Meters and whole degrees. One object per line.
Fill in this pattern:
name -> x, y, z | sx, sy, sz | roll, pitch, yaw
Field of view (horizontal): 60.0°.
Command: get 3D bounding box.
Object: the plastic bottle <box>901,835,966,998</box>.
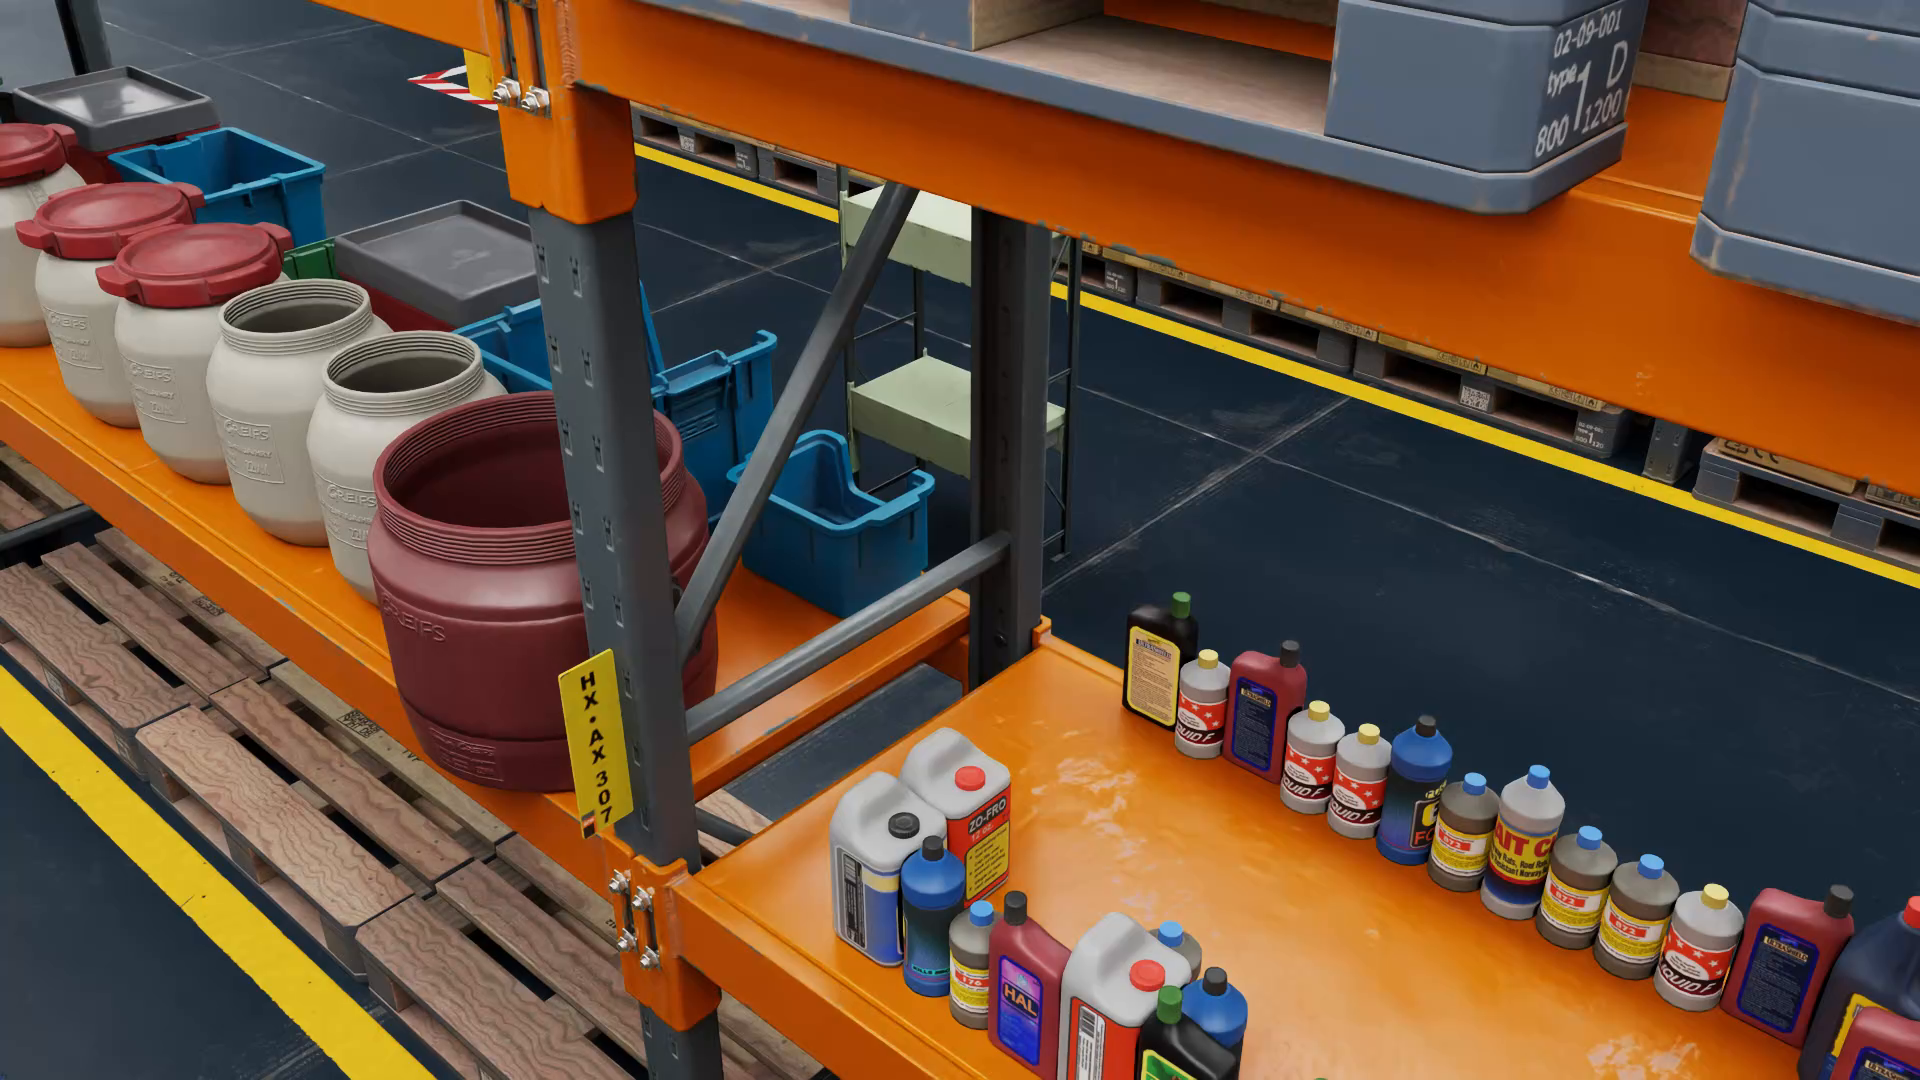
plastic bottle -> -0.040, 0.563, 2.531 | 0.097, 0.271, 0.097 | 0, 31, 0

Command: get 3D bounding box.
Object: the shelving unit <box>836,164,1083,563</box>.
shelving unit -> -0.005, -0.645, 5.867 | 0.755, 1.500, 0.431 | 25, 39, 35

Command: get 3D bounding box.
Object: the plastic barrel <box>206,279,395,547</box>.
plastic barrel -> -1.430, -0.284, 3.705 | 0.421, 0.512, 0.421 | 0, 31, 0

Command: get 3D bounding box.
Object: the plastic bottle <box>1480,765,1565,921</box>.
plastic bottle -> 0.908, 0.478, 2.673 | 0.097, 0.271, 0.097 | 0, 31, 0

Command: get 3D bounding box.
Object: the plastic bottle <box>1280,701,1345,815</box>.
plastic bottle -> 0.619, 0.373, 2.915 | 0.097, 0.201, 0.097 | 0, 31, 0

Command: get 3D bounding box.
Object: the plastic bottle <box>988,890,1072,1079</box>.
plastic bottle -> 0.105, 0.639, 2.394 | 0.133, 0.283, 0.061 | 25, 39, 35

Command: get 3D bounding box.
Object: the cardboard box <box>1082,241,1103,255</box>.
cardboard box -> 0.660, -1.683, 8.396 | 0.500, 0.250, 0.500 | 26, 40, 36

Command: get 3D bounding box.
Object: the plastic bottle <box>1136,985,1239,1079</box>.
plastic bottle -> 0.304, 0.732, 2.240 | 0.133, 0.283, 0.061 | 25, 39, 35

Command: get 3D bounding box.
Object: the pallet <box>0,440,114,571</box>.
pallet -> -3.647, -0.254, 6.467 | 1.213, 0.211, 1.003 | 25, 39, 35

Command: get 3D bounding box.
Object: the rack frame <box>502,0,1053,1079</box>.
rack frame -> -0.212, 0.184, 3.036 | 0.127, 3.000, 1.000 | 25, 39, 35

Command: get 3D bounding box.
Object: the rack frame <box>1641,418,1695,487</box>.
rack frame -> 3.115, -1.709, 6.180 | 0.127, 3.000, 1.000 | 25, 39, 35

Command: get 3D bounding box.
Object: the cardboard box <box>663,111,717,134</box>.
cardboard box -> -1.457, -2.689, 10.067 | 0.500, 0.250, 0.500 | 25, 39, 35

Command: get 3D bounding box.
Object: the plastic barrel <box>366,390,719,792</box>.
plastic barrel -> -0.759, 0.081, 3.075 | 0.708, 0.536, 0.600 | 25, 39, 35

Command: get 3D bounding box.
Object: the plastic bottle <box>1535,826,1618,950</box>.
plastic bottle -> 0.980, 0.541, 2.635 | 0.097, 0.201, 0.097 | 0, 31, 0

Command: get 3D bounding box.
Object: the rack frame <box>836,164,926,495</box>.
rack frame -> -0.276, -0.772, 6.077 | 0.023, 1.500, 0.400 | 25, 39, 35

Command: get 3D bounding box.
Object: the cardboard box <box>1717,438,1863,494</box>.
cardboard box -> 3.261, -0.559, 6.268 | 0.500, 0.500, 0.500 | 27, 40, 37

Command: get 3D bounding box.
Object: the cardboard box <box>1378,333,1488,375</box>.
cardboard box -> 2.177, -0.976, 7.222 | 0.500, 0.250, 0.500 | 25, 39, 35

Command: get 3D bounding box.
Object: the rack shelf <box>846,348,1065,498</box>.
rack shelf -> -0.005, -0.366, 6.035 | 0.720, 0.370, 0.431 | 25, 39, 35

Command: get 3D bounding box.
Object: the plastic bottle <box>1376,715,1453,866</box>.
plastic bottle -> 0.763, 0.410, 2.785 | 0.097, 0.271, 0.097 | 0, 31, 0

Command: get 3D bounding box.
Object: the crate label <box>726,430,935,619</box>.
crate label -> -0.273, -0.033, 3.559 | 0.416, 0.233, 0.303 | 25, 39, 35

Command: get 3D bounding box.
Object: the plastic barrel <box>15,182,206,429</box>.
plastic barrel -> -2.071, -0.589, 4.189 | 0.433, 0.535, 0.433 | 0, 31, 0

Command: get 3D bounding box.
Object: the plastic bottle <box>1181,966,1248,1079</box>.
plastic bottle -> 0.344, 0.700, 2.303 | 0.097, 0.271, 0.097 | 0, 31, 0

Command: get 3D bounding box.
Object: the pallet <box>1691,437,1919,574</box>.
pallet -> 3.643, -0.241, 6.446 | 1.213, 0.211, 1.003 | 25, 39, 35

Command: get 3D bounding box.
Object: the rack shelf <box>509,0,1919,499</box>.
rack shelf -> 1.271, -0.100, 1.298 | 4.000, 0.370, 1.077 | 25, 39, 35

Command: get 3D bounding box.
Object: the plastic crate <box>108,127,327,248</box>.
plastic crate -> -2.151, -0.930, 4.903 | 0.575, 0.384, 0.392 | 25, 39, 35

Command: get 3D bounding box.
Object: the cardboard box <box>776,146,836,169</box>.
cardboard box -> -0.705, -2.349, 9.502 | 0.500, 0.250, 0.500 | 25, 39, 35

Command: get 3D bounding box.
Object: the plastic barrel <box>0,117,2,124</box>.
plastic barrel -> -3.094, -1.165, 4.791 | 0.708, 0.901, 0.600 | 25, 39, 35

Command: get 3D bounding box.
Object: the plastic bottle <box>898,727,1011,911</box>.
plastic bottle -> -0.006, 0.453, 2.710 | 0.135, 0.276, 0.152 | 25, 39, 35

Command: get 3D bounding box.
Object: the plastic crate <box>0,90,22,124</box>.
plastic crate -> -3.480, -1.403, 5.733 | 0.504, 0.338, 0.767 | 25, 39, 35

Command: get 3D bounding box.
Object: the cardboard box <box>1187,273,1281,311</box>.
cardboard box -> 1.423, -1.329, 7.807 | 0.500, 0.250, 0.500 | 26, 40, 36

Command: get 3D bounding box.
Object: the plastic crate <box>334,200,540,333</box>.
plastic crate -> -1.204, -0.519, 4.142 | 0.583, 0.464, 0.402 | 25, 39, 35

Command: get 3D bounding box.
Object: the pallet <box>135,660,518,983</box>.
pallet -> -1.660, 0.674, 4.926 | 1.213, 0.211, 1.003 | 25, 39, 35

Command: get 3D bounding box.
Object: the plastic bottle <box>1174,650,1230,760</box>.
plastic bottle -> 0.448, 0.293, 3.047 | 0.097, 0.201, 0.097 | 0, 31, 0

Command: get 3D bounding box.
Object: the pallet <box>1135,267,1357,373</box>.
pallet -> 1.630, -1.236, 8.099 | 1.213, 0.211, 1.003 | 25, 39, 35

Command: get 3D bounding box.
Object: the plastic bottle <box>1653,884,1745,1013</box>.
plastic bottle -> 1.124, 0.609, 2.523 | 0.097, 0.201, 0.097 | 0, 31, 0

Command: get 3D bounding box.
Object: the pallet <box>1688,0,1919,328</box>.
pallet -> 1.264, -0.261, 1.050 | 1.213, 0.211, 1.003 | 25, 39, 35

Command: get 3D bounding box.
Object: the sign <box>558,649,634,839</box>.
sign -> -0.576, 0.327, 2.640 | 0.005, 0.325, 0.100 | 25, 39, 35

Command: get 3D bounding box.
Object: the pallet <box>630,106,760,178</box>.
pallet -> -1.321, -2.612, 10.384 | 1.213, 0.211, 1.003 | 25, 39, 35

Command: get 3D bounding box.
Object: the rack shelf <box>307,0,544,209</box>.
rack shelf -> -1.695, -1.485, 3.597 | 4.000, 0.370, 1.077 | 25, 39, 35

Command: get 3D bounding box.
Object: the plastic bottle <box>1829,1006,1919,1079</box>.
plastic bottle -> 1.262, 0.726, 2.249 | 0.133, 0.283, 0.061 | 25, 39, 35
